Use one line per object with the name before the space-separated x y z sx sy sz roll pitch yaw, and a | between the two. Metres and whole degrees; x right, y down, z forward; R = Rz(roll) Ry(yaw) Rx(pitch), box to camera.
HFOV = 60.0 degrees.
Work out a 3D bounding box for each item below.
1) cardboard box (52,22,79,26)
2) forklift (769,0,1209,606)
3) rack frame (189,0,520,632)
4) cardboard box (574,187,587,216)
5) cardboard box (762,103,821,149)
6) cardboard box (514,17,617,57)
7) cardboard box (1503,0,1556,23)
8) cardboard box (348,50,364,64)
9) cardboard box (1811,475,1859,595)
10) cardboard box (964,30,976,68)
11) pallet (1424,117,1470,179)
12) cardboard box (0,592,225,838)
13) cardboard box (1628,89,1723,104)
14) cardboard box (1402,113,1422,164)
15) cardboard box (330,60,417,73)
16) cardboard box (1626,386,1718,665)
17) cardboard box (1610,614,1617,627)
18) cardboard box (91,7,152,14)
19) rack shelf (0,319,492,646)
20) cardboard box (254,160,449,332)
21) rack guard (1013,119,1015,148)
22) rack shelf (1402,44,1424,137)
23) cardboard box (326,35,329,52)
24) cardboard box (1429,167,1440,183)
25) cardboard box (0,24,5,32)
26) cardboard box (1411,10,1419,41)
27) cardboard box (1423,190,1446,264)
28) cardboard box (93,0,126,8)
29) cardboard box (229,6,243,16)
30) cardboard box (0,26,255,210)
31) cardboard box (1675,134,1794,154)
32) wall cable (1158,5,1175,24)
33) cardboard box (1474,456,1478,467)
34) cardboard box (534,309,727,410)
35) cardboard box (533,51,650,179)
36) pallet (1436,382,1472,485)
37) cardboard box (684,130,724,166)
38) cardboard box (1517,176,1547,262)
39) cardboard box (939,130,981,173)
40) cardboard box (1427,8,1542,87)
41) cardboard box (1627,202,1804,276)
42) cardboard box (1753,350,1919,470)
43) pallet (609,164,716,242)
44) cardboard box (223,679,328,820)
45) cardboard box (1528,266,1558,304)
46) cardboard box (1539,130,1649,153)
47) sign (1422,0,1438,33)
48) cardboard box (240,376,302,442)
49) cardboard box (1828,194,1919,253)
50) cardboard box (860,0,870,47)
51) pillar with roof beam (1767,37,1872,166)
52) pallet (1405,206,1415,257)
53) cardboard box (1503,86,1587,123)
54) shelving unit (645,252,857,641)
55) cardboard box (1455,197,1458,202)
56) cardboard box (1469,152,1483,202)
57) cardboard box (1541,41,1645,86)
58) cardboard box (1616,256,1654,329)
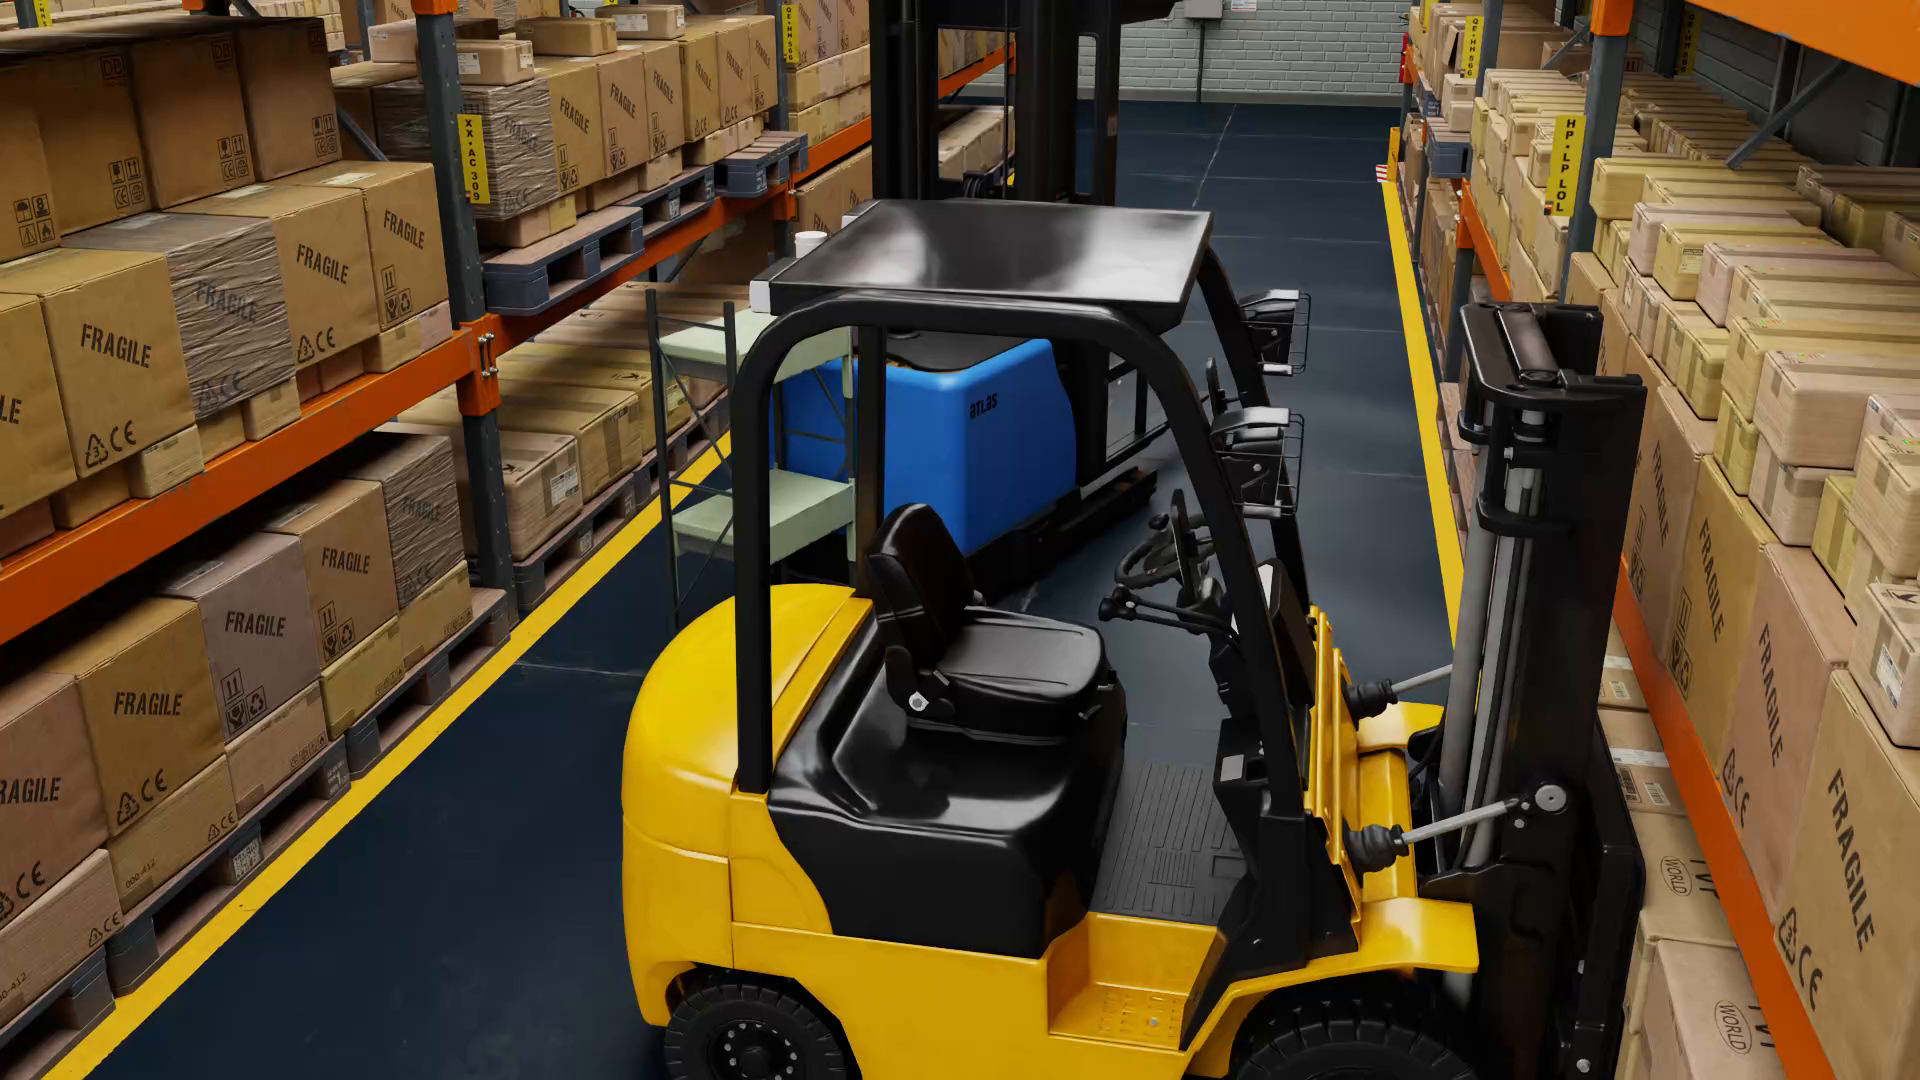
cardboard box | -6.066 -3.468 11.428 0.380 0.149 0.250 4 22 9
forklift | 0.328 -1.561 7.805 1.130 2.935 3.031 13 25 29
rack frame | -2.351 -1.058 6.465 1.000 3.000 0.127 4 22 11
cardboard box | -1.887 -1.514 7.373 0.380 0.149 0.250 6 23 14
cardboard box | -1.189 -2.611 10.522 0.500 0.250 0.500 4 22 10
cardboard box | -1.788 -2.288 7.558 0.380 0.149 0.250 6 23 14
cardboard box | 4.705 -4.547 13.928 0.500 0.500 0.500 4 22 9
cardboard box | -5.207 -4.286 14.817 0.380 0.149 0.250 5 23 13
cardboard box | 1.686 0.011 2.810 0.380 0.149 0.250 4 22 11
cardboard box | -0.152 -4.547 14.994 0.500 0.500 0.500 5 22 11
pallet | 3.394 -2.308 9.826 1.213 0.211 1.003 4 22 11
cardboard box | -2.515 0.481 4.760 0.500 0.500 0.500 5 22 12
cardboard box | 3.418 -2.067 7.969 0.380 0.149 0.250 4 22 10
cardboard box | 4.740 -3.890 16.277 0.797 0.503 0.637 4 22 9
cardboard box | -2.382 -1.805 7.226 0.500 0.500 0.500 5 22 11
cardboard box | 1.847 -0.026 3.768 0.500 0.500 0.500 5 22 11
cardboard box | 1.988 0.275 4.935 0.500 0.250 0.500 4 22 11
cardboard box | -6.431 -3.998 12.742 0.380 0.149 0.250 5 23 13
rack shelf | -2.760 0.007 4.784 1.077 0.370 4.000 4 22 11
cardboard box | -2.199 -1.061 5.940 0.500 0.500 0.500 4 22 10
rack guard | 0.102 -4.296 17.851 1.175 0.500 0.348 4 22 11
rack shelf | 4.549 -4.004 14.744 1.077 0.370 4.000 4 22 11
cardboard box | -5.525 -4.147 13.909 0.380 0.149 0.250 5 22 11
cardboard box | 3.807 -2.832 12.786 0.380 0.149 0.250 6 23 13
cardboard box | -6.751 -3.430 11.332 0.380 0.149 0.250 4 22 9
cardboard box | 4.498 -4.808 15.580 0.500 0.250 0.500 5 22 11
cardboard box | 3.723 -2.287 12.300 0.500 0.500 0.500 4 22 10
cardboard box | -9.548 -5.888 18.260 0.500 0.250 0.500 4 22 10
cardboard box | -5.743 -4.040 12.848 0.380 0.149 0.250 3 22 9
cardboard box | -2.779 -1.377 5.386 0.700 0.500 0.500 5 22 11
cardboard box | 3.056 -1.510 6.585 0.380 0.149 0.250 4 22 11
wall cable | 2.616 -7.878 22.039 0.588 1.984 0.122 4 22 11
cardboard box | 2.921 -0.524 7.757 0.875 0.625 0.625 4 22 9
cardboard box | -1.803 -1.020 9.327 0.950 0.372 0.625 4 22 10
cardboard box | -1.759 -1.950 7.585 0.500 0.500 0.500 4 22 11
pallet | 3.119 -0.552 8.942 1.003 0.211 1.213 4 22 11
cardboard box | -1.465 -2.069 8.750 0.380 0.149 0.250 5 22 12
cardboard box | 2.456 -1.231 6.427 0.500 0.250 0.500 4 22 10
cardboard box | -0.304 -3.539 15.493 0.875 0.438 0.875 4 22 9
cardboard box | 3.718 -3.499 11.830 0.700 0.500 0.500 5 22 12
cardboard box | 1.992 -0.789 4.398 0.380 0.149 0.250 5 22 12
cardboard box | 1.674 -0.230 3.009 0.380 0.149 0.250 5 22 12
pallet | -1.899 -1.705 8.328 1.003 0.211 1.213 4 22 11
cardboard box | -2.416 0.640 5.367 0.500 0.250 0.500 5 22 12
cardboard box | 2.355 -0.816 6.064 0.500 0.250 0.500 5 22 12
cardboard box | 2.536 -1.549 6.682 0.380 0.149 0.250 4 22 10
sign | 3.608 -4.047 12.728 0.100 0.325 0.005 4 22 11
cardboard box | -2.323 -0.429 5.239 0.380 0.149 0.250 4 22 10
cardboard box | 2.607 -0.840 4.524 0.380 0.149 0.250 4 22 10
cardboard box | -0.876 -3.747 11.671 0.500 0.500 0.500 5 22 12
pillar with roof beam | -0.273 -4.709 7.501 9.100 9.000 0.400 4 22 11
pallet | 4.282 -2.564 13.938 1.003 0.211 1.213 4 22 11
cardboard box | 2.850 -2.107 8.067 0.380 0.149 0.250 5 22 12
shelving unit | -0.795 -0.311 6.618 0.431 1.500 0.755 13 25 29
cardboard box | 3.576 -2.249 11.338 0.380 0.149 0.250 5 22 11
cardboard box | 2.995 -1.931 8.833 0.500 0.250 0.500 5 22 11
cardboard box | 3.583 -2.561 9.502 0.500 0.500 0.500 6 23 13
cardboard box | 1.986 -0.655 4.462 0.380 0.149 0.250 5 22 12
